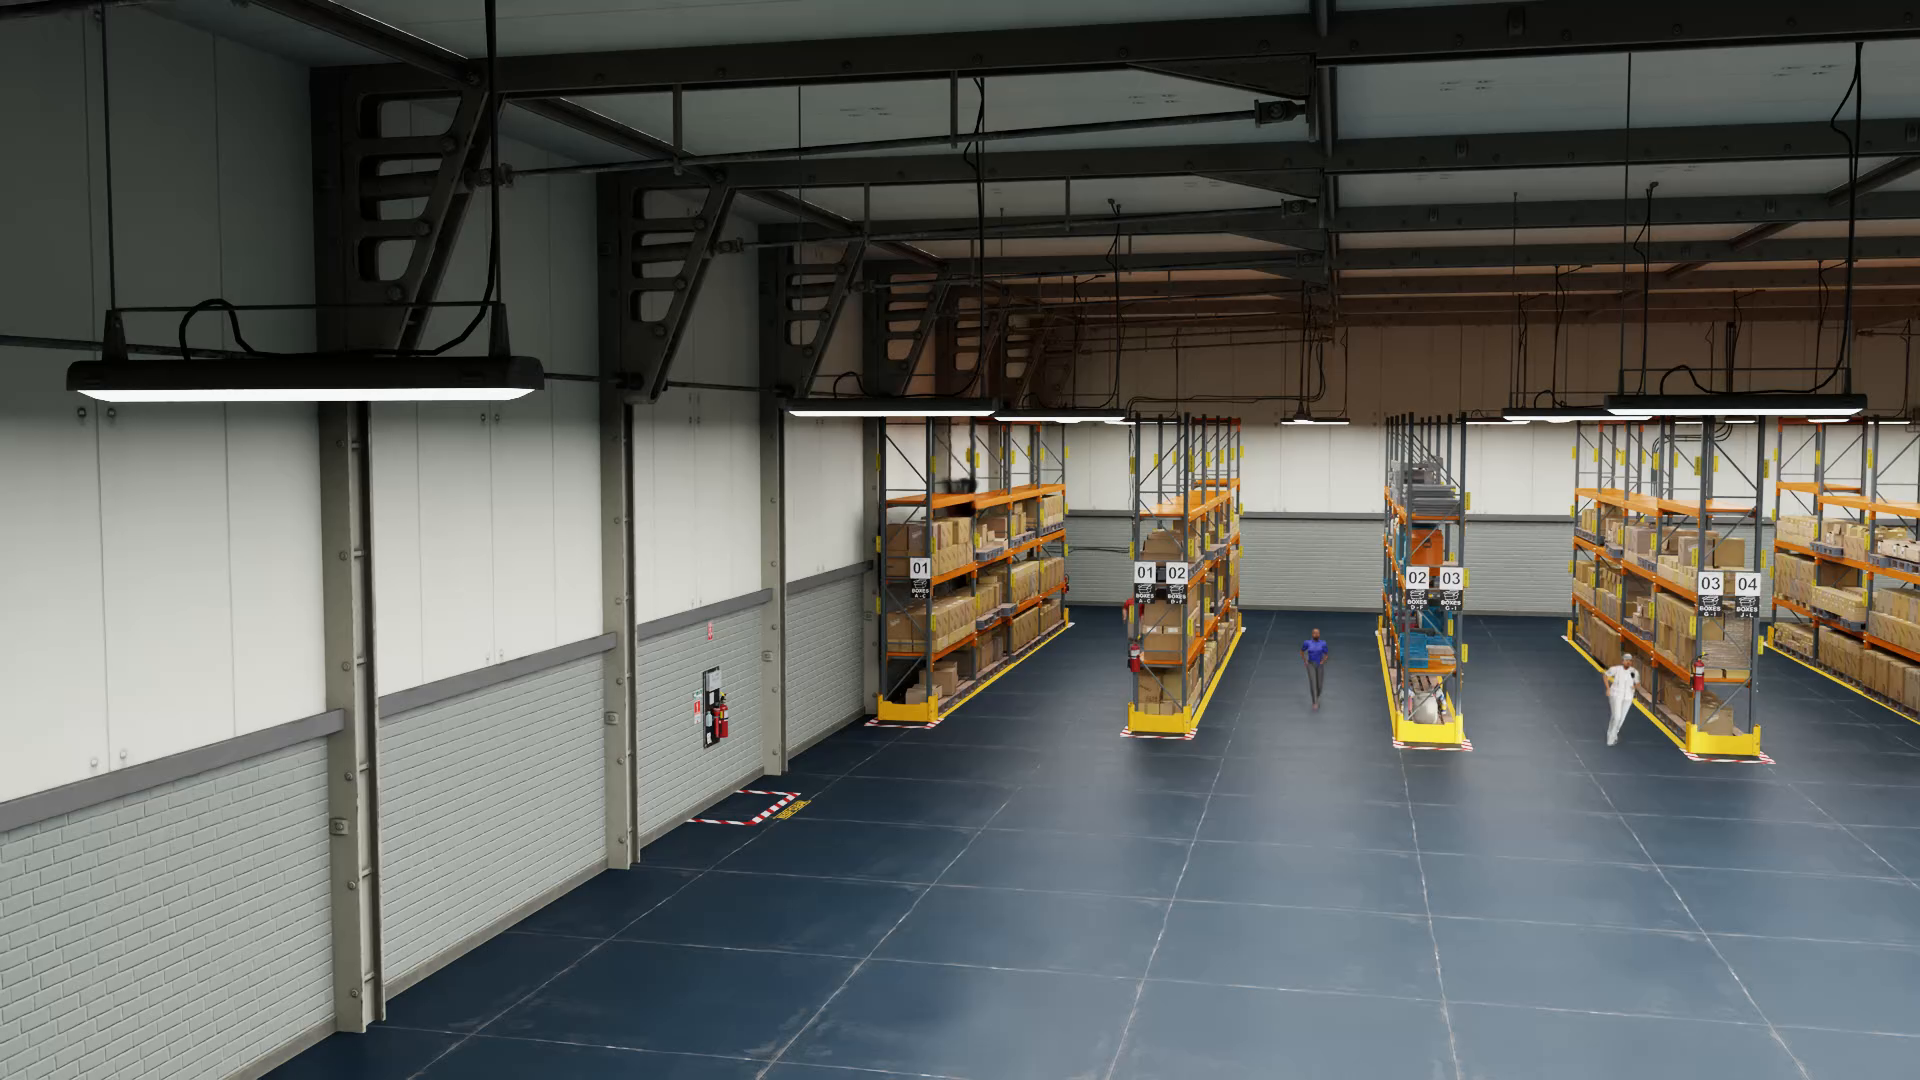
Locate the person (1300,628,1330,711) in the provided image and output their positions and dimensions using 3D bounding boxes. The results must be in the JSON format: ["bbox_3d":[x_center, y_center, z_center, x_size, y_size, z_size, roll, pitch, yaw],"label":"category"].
[{"bbox_3d":[7.246,2.618,33.958,0.585,1.639,0.705,0,4,6],"label":"person"}]

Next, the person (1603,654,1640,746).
[{"bbox_3d":[11.999,2.890,30.126,0.588,1.693,0.695,0,4,5],"label":"person"}]

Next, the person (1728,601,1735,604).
[{"bbox_3d":[19.652,1.972,42.267,0.715,1.810,0.931,1,4,18],"label":"person"}]

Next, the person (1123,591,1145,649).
[{"bbox_3d":[4.416,2.074,41.778,0.676,1.695,0.595,1,4,11],"label":"person"}]
